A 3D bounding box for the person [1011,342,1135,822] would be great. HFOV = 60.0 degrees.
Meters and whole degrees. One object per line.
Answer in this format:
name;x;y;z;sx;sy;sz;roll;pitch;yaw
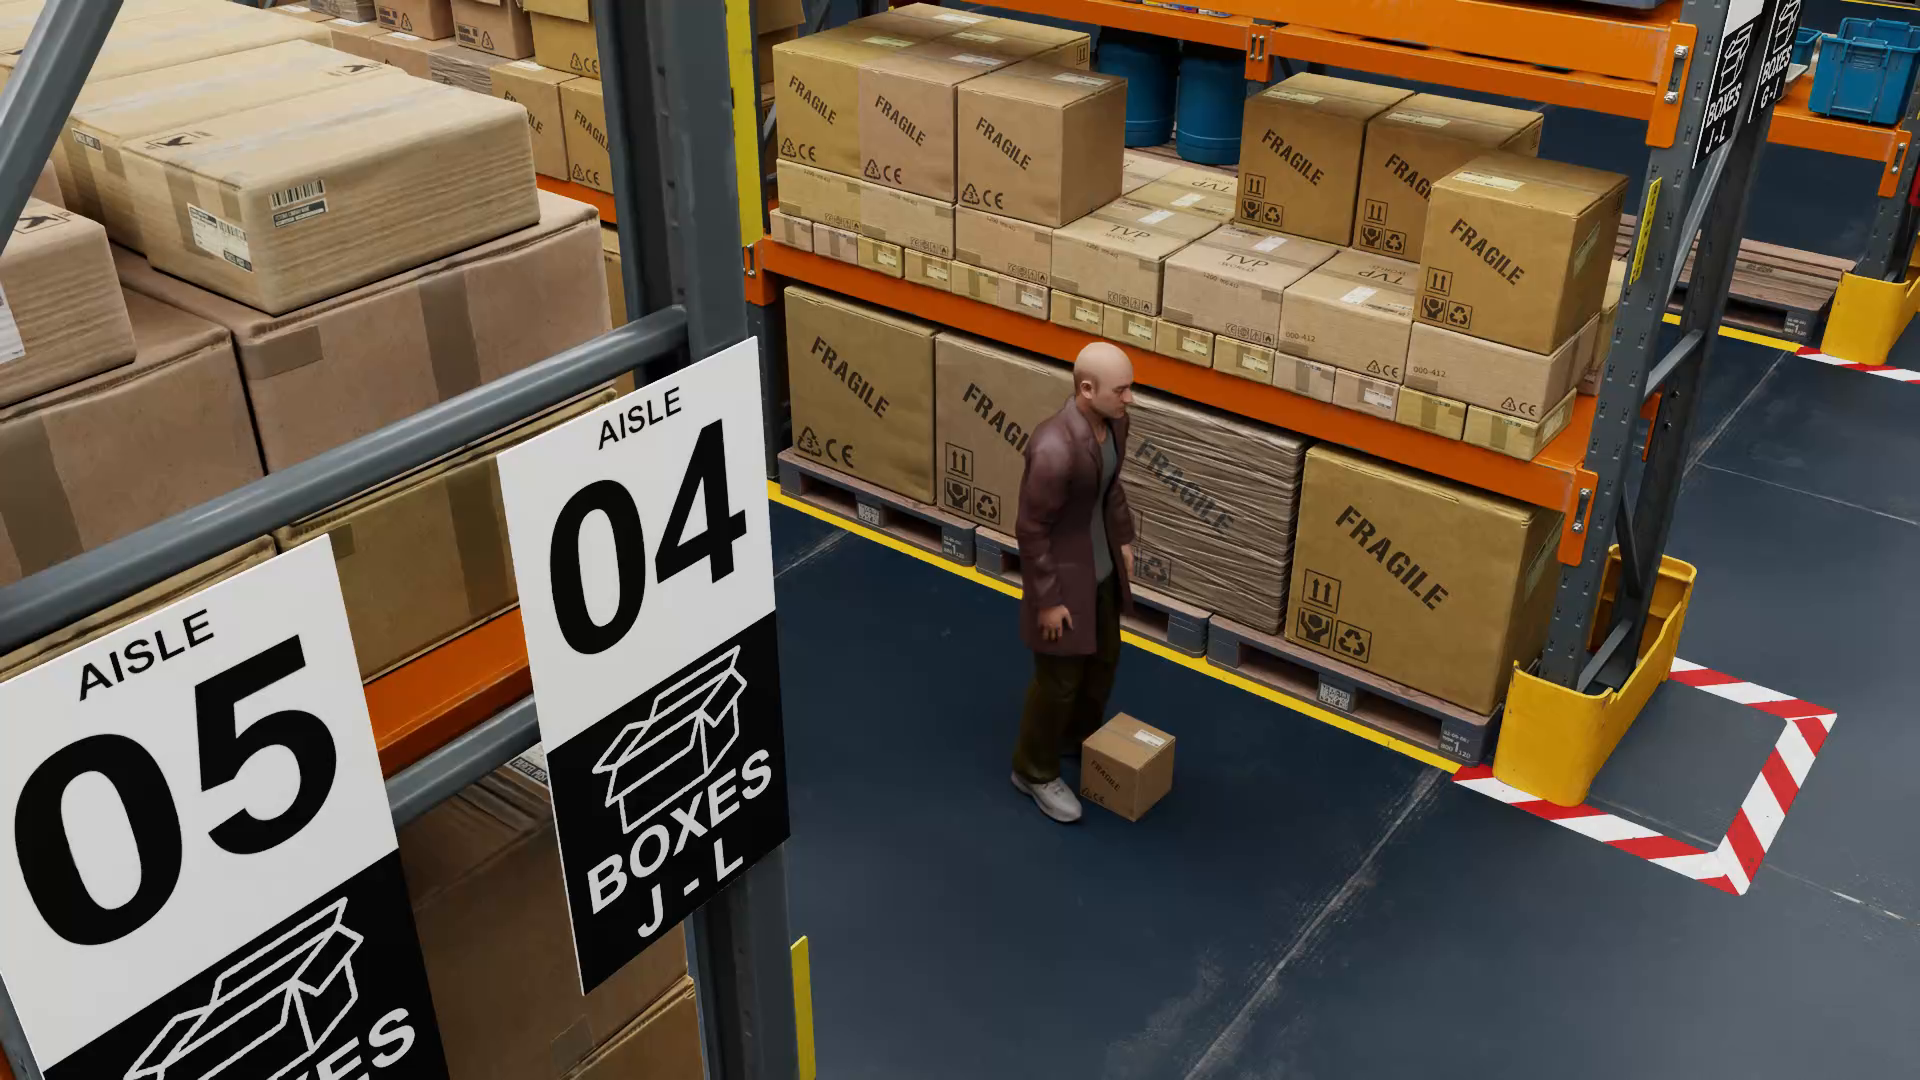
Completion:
person;0.426;0.117;5.947;0.424;1.774;0.643;19;35;29
